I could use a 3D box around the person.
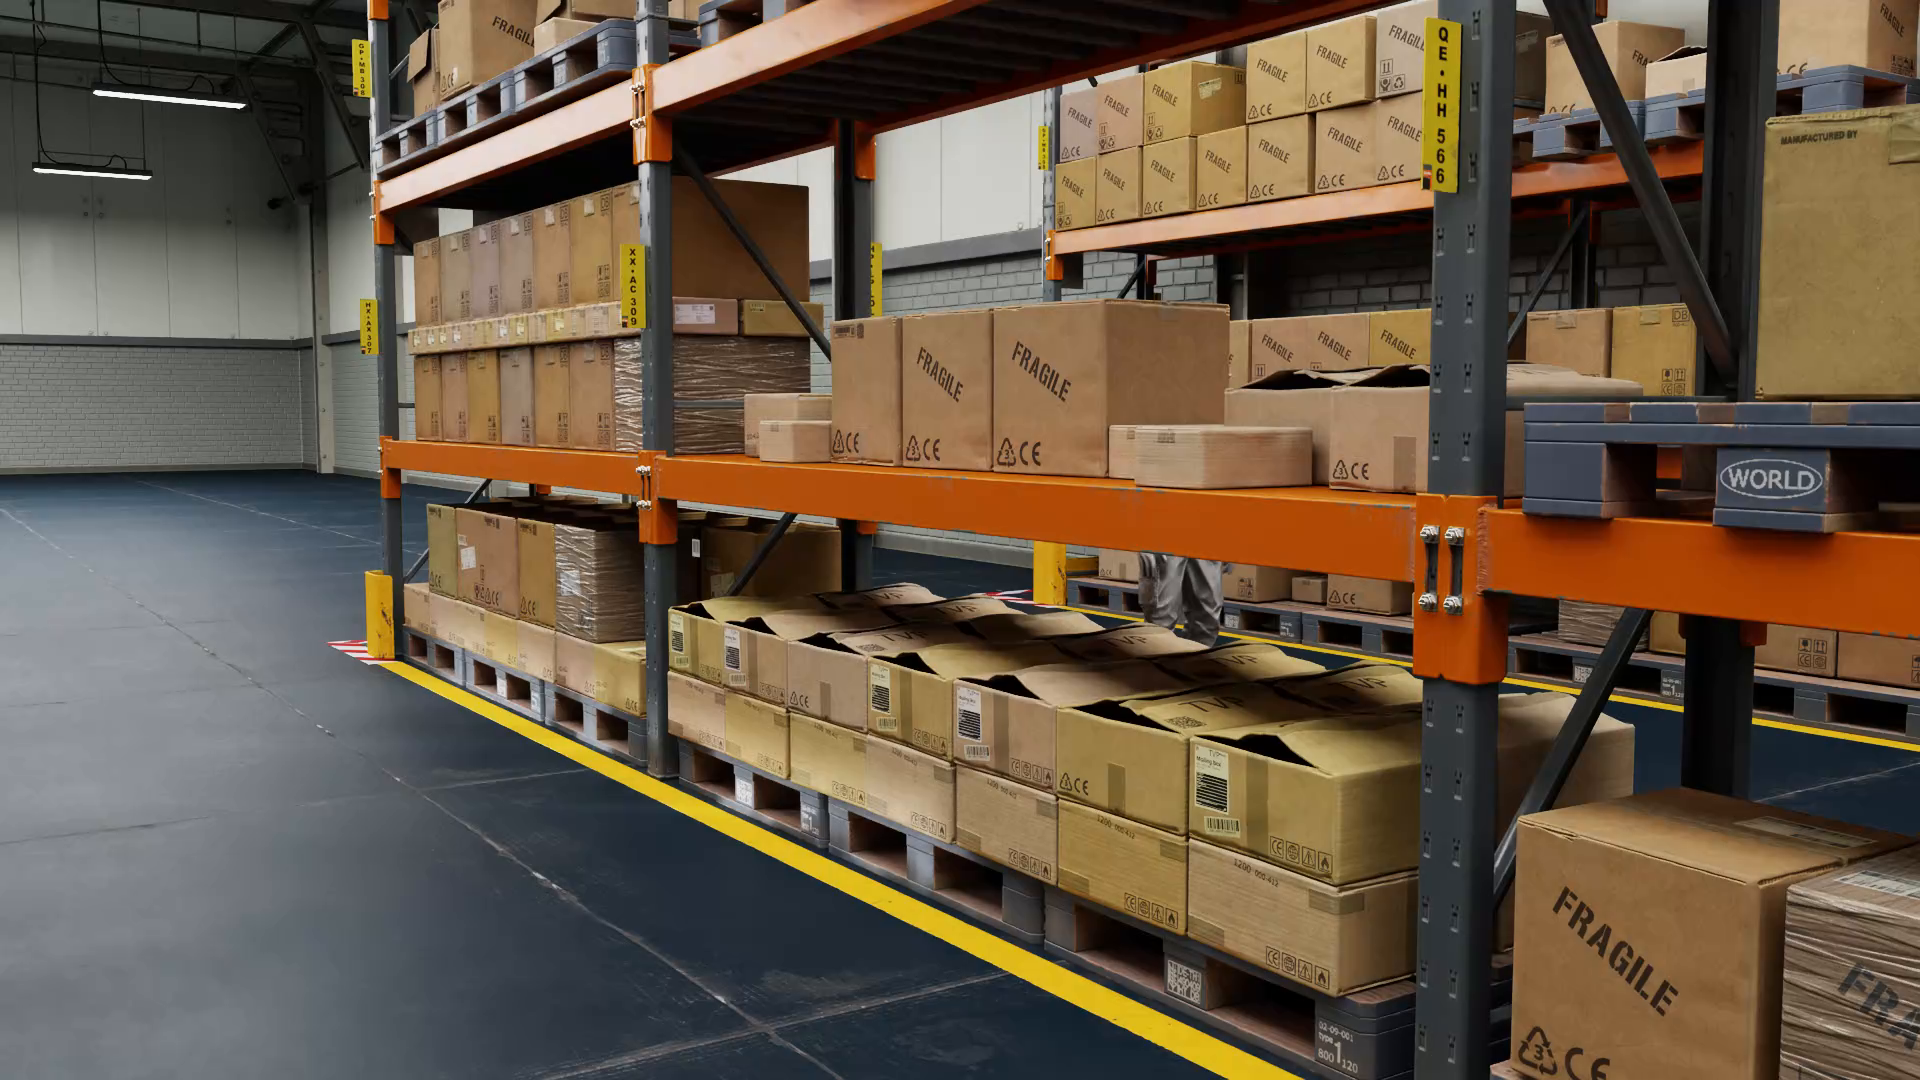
[{"bbox_3d":[1.037,0.002,7.663,0.629,1.774,0.444,-3,6,-37],"label":"person"}]
